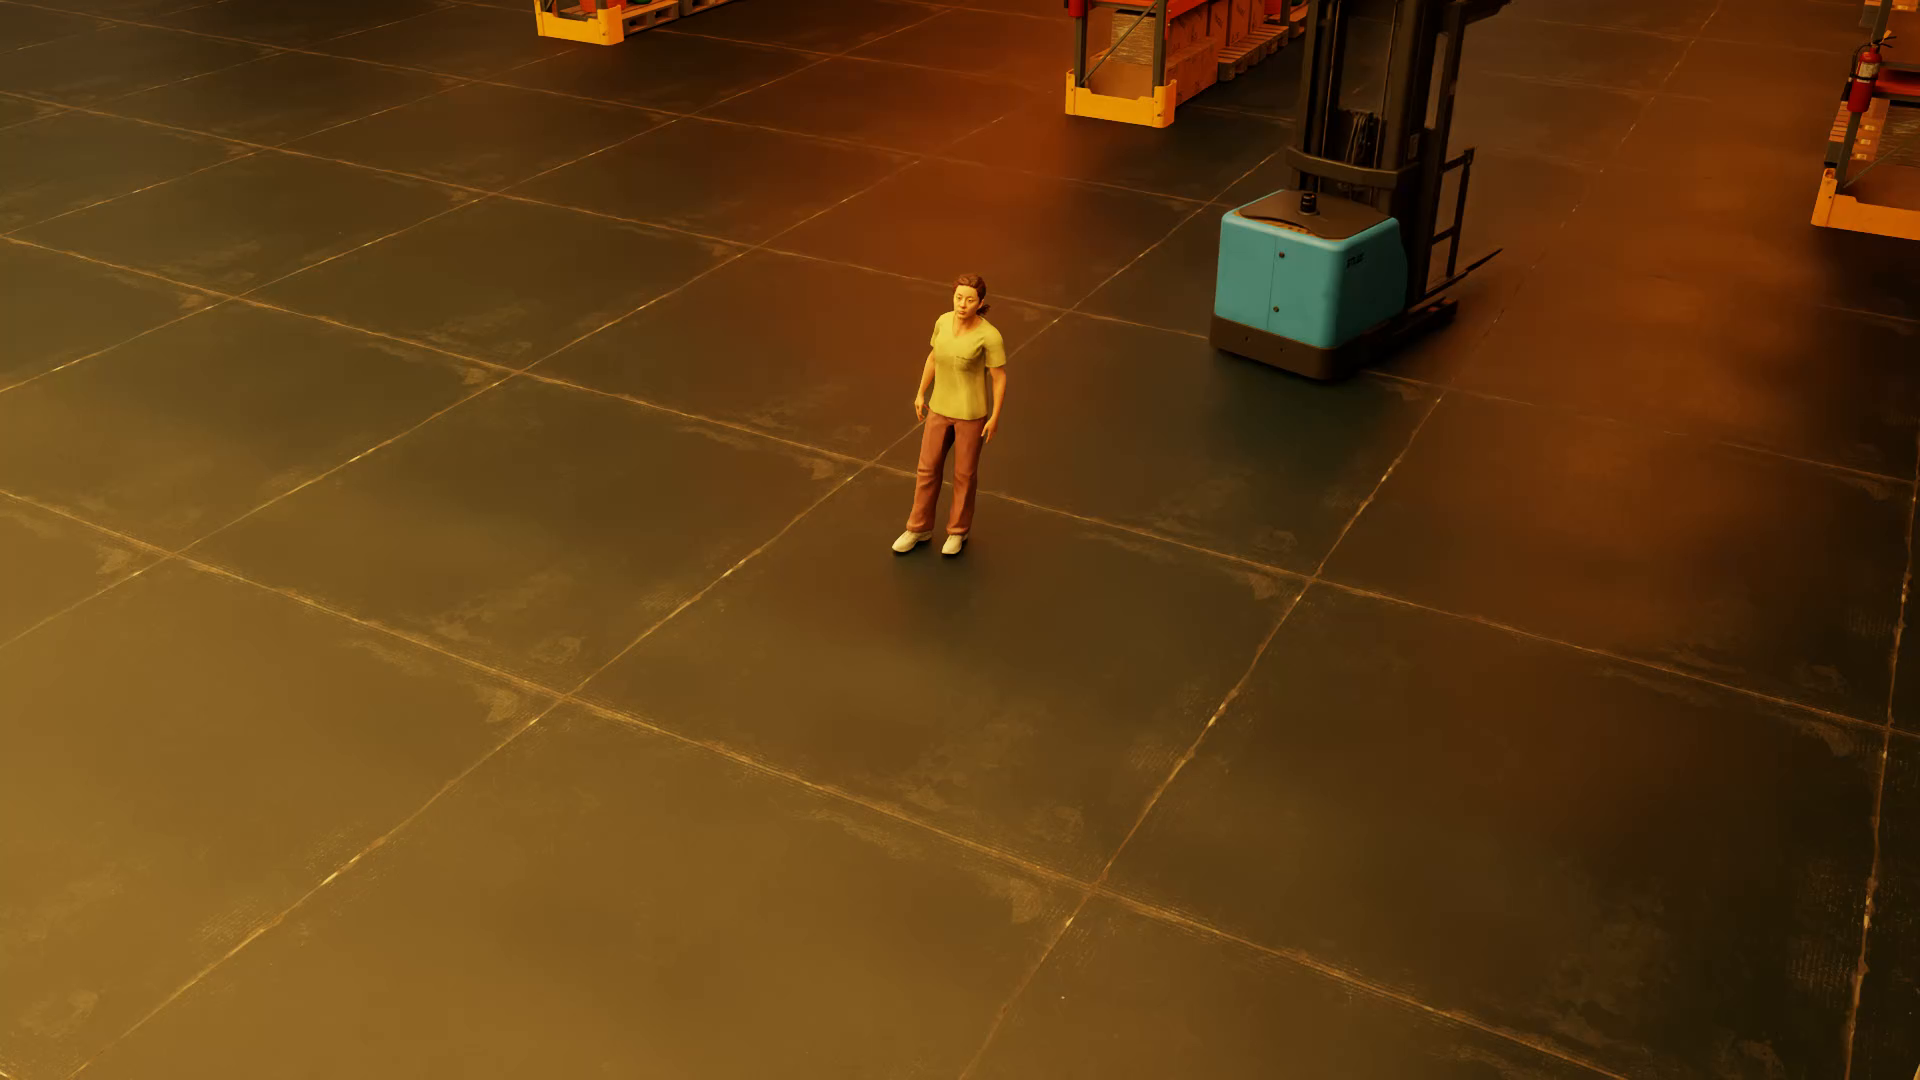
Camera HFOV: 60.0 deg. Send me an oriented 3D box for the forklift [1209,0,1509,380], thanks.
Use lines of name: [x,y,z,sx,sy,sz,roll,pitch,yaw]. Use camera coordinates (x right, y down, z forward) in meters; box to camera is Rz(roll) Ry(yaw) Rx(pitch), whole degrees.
forklift: [3.227,-3.058,12.369,1.130,2.935,3.031,25,38,36]

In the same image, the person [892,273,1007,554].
person: [-0.046,-0.703,9.529,0.553,1.673,0.548,15,33,25]
